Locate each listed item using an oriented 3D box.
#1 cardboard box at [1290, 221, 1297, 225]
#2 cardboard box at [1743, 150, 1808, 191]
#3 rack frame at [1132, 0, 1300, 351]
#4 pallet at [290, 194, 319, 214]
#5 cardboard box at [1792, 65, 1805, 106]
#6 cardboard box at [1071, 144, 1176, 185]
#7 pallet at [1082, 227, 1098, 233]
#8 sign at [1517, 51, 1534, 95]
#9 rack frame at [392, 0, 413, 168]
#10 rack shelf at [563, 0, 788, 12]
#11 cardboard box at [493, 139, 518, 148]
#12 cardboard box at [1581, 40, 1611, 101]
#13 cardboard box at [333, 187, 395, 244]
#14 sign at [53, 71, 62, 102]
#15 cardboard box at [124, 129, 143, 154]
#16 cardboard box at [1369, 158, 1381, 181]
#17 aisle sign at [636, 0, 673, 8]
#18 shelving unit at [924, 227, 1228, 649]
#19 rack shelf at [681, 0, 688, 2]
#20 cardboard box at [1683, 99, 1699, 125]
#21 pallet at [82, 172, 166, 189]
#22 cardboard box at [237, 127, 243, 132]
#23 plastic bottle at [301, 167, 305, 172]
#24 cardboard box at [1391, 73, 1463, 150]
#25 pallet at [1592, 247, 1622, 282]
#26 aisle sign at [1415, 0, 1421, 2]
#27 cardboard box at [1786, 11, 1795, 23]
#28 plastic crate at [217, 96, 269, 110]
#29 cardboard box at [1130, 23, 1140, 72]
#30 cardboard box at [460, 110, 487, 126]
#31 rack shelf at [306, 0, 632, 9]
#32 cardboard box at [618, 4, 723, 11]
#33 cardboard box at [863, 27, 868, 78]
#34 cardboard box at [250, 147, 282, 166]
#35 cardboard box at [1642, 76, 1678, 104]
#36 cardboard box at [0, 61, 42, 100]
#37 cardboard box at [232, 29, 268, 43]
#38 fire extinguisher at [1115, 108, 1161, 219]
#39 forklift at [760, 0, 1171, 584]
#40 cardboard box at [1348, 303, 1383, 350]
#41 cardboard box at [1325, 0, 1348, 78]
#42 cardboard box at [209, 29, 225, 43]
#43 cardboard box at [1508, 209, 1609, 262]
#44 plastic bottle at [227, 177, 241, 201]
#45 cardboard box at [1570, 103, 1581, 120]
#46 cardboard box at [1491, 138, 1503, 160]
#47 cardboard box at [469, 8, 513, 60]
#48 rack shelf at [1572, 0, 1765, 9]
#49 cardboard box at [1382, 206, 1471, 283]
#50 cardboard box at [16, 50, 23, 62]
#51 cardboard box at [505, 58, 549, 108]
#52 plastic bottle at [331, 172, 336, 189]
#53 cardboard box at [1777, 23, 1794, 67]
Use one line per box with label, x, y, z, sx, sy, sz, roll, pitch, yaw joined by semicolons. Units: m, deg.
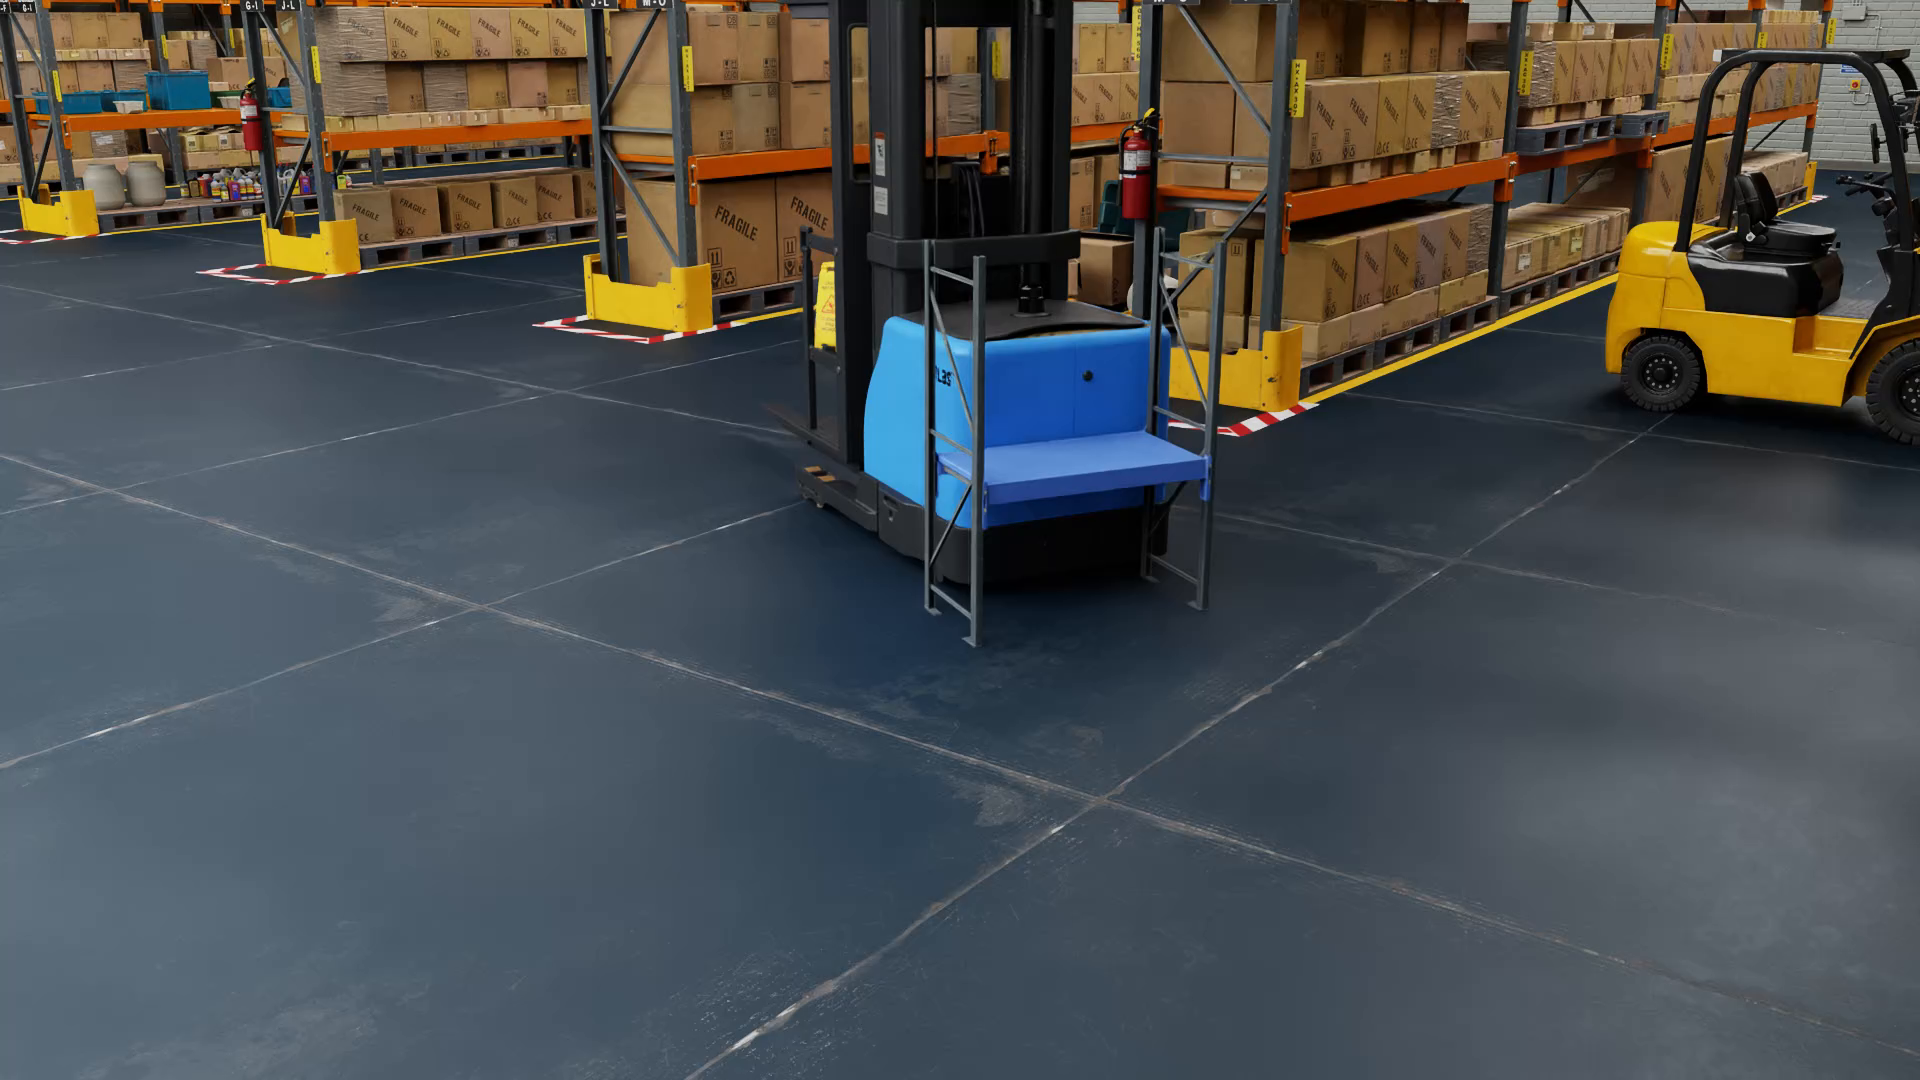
cardboard box;2.133;-2.292;11.638;0.380;0.149;0.250;13;21;36
cardboard box;10.768;-4.955;22.252;0.875;0.438;0.875;12;21;33
rack frame;1.548;-2.342;10.226;1.000;3.000;0.127;12;21;35
pallet;-8.439;-4.436;21.674;1.003;0.211;1.213;12;21;35
cardboard box;10.396;-5.797;21.186;0.500;0.500;0.500;13;22;36
cardboard box;1.844;-4.095;18.957;1.050;0.750;0.750;12;21;34
pallet;1.021;-3.302;18.021;1.003;0.211;1.213;12;21;35
sign;4.371;-3.614;12.863;0.100;0.325;0.005;12;21;35
rack frame;-9.598;-7.750;27.641;1.000;3.000;0.127;12;21;35
rack shelf;-4.431;-8.439;26.015;1.077;0.370;4.000;12;21;35
cardboard box;-8.180;-7.193;29.323;0.500;0.500;0.500;12;21;33
cardboard box;5.342;-4.105;14.525;0.500;0.500;0.500;11;21;32
cardboard box;-6.026;-3.245;16.643;0.500;0.500;0.500;-15;23;-40
sign;-9.950;-5.002;18.326;0.100;0.325;0.005;12;21;35
cardboard box;-12.509;-5.987;24.630;0.500;0.500;0.500;12;21;35
cardboard box;2.594;-2.497;11.151;0.380;0.149;0.250;13;22;36
aisle sign;-2.289;-4.364;12.355;0.394;0.787;0.004;12;21;35
shelving unit;0.438;-0.429;6.585;1.048;1.500;0.538;-8;19;-23
rack shelf;-1.296;-4.758;14.161;1.077;0.370;4.000;12;21;35
cardboard box;7.417;-4.497;17.419;0.500;0.250;0.500;13;22;36
pallet;-12.489;-5.283;24.401;1.003;0.211;1.213;12;21;35
cardboard box;-10.925;-6.248;25.789;0.500;0.311;0.500;12;21;33
plastic bottle;-8.632;-4.735;21.771;0.061;0.283;0.133;12;21;35
cardboard box;3.259;-3.086;11.954;0.500;0.500;0.500;13;22;36
pallet;5.848;-2.729;16.177;1.003;0.211;1.213;12;21;35
aisle sign;6.848;-8.315;25.078;0.394;0.787;0.004;12;21;35
cardboard box;10.017;-6.424;20.423;0.380;0.149;0.250;12;21;35
plastic crate;-8.770;-5.363;20.401;0.530;0.136;0.437;12;21;35
cardboard box;1.703;-5.397;18.211;0.700;0.500;0.500;12;21;34
cardboard box;-5.078;-4.339;17.081;0.380;0.149;0.250;12;21;35
rack shelf;-5.219;-5.658;17.061;1.077;0.370;4.000;12;21;35
cardboard box;-3.442;-5.697;19.312;1.000;1.000;1.000;13;21;35
cardboard box;-1.019;-4.395;14.764;0.875;0.550;0.550;12;21;35
cardboard box;-10.930;-5.982;25.877;0.500;0.250;0.500;12;21;33
cardboard box;6.815;-4.491;16.558;0.500;0.250;0.500;12;21;34
cardboard box;-13.156;-6.370;23.030;0.700;0.500;0.500;13;22;36
cardboard box;-13.084;-9.251;30.507;0.500;0.250;0.500;13;22;36
fire extinguisher;1.109;-2.359;10.412;0.296;0.674;0.183;12;21;35
forklift;-0.181;-1.607;7.976;1.130;2.935;3.031;-8;19;-25
cardboard box;2.561;-1.492;11.420;0.500;0.250;0.500;13;22;37
cardboard box;2.206;-3.428;11.369;0.700;0.500;0.500;12;21;34
cardboard box;-13.517;-9.335;30.779;0.500;0.250;0.500;13;22;36
cardboard box;5.536;-2.883;15.691;0.950;0.372;0.625;12;21;34
plastic bottle;-8.909;-4.308;20.398;0.061;0.283;0.133;13;21;36
cardboard box;5.113;-3.702;14.323;0.380;0.149;0.250;13;21;35
cardboard box;3.984;-3.044;12.911;0.380;0.149;0.250;12;21;34
cardboard box;-4.971;-5.200;17.076;0.500;0.500;0.500;12;21;35
rack shelf;7.506;-5.812;17.558;1.077;0.370;4.000;12;21;35
cardboard box;3.492;-2.230;12.531;0.500;0.500;0.500;13;21;36
cardboard box;-13.041;-6.623;22.751;0.380;0.149;0.250;13;21;35
cardboard box;-4.889;-4.889;17.760;0.875;0.500;0.500;12;21;35
plastic bottle;-8.158;-4.661;21.421;0.144;0.351;0.185;12;21;33
cardboard box;9.796;-6.035;20.265;0.500;0.500;0.500;13;21;36
